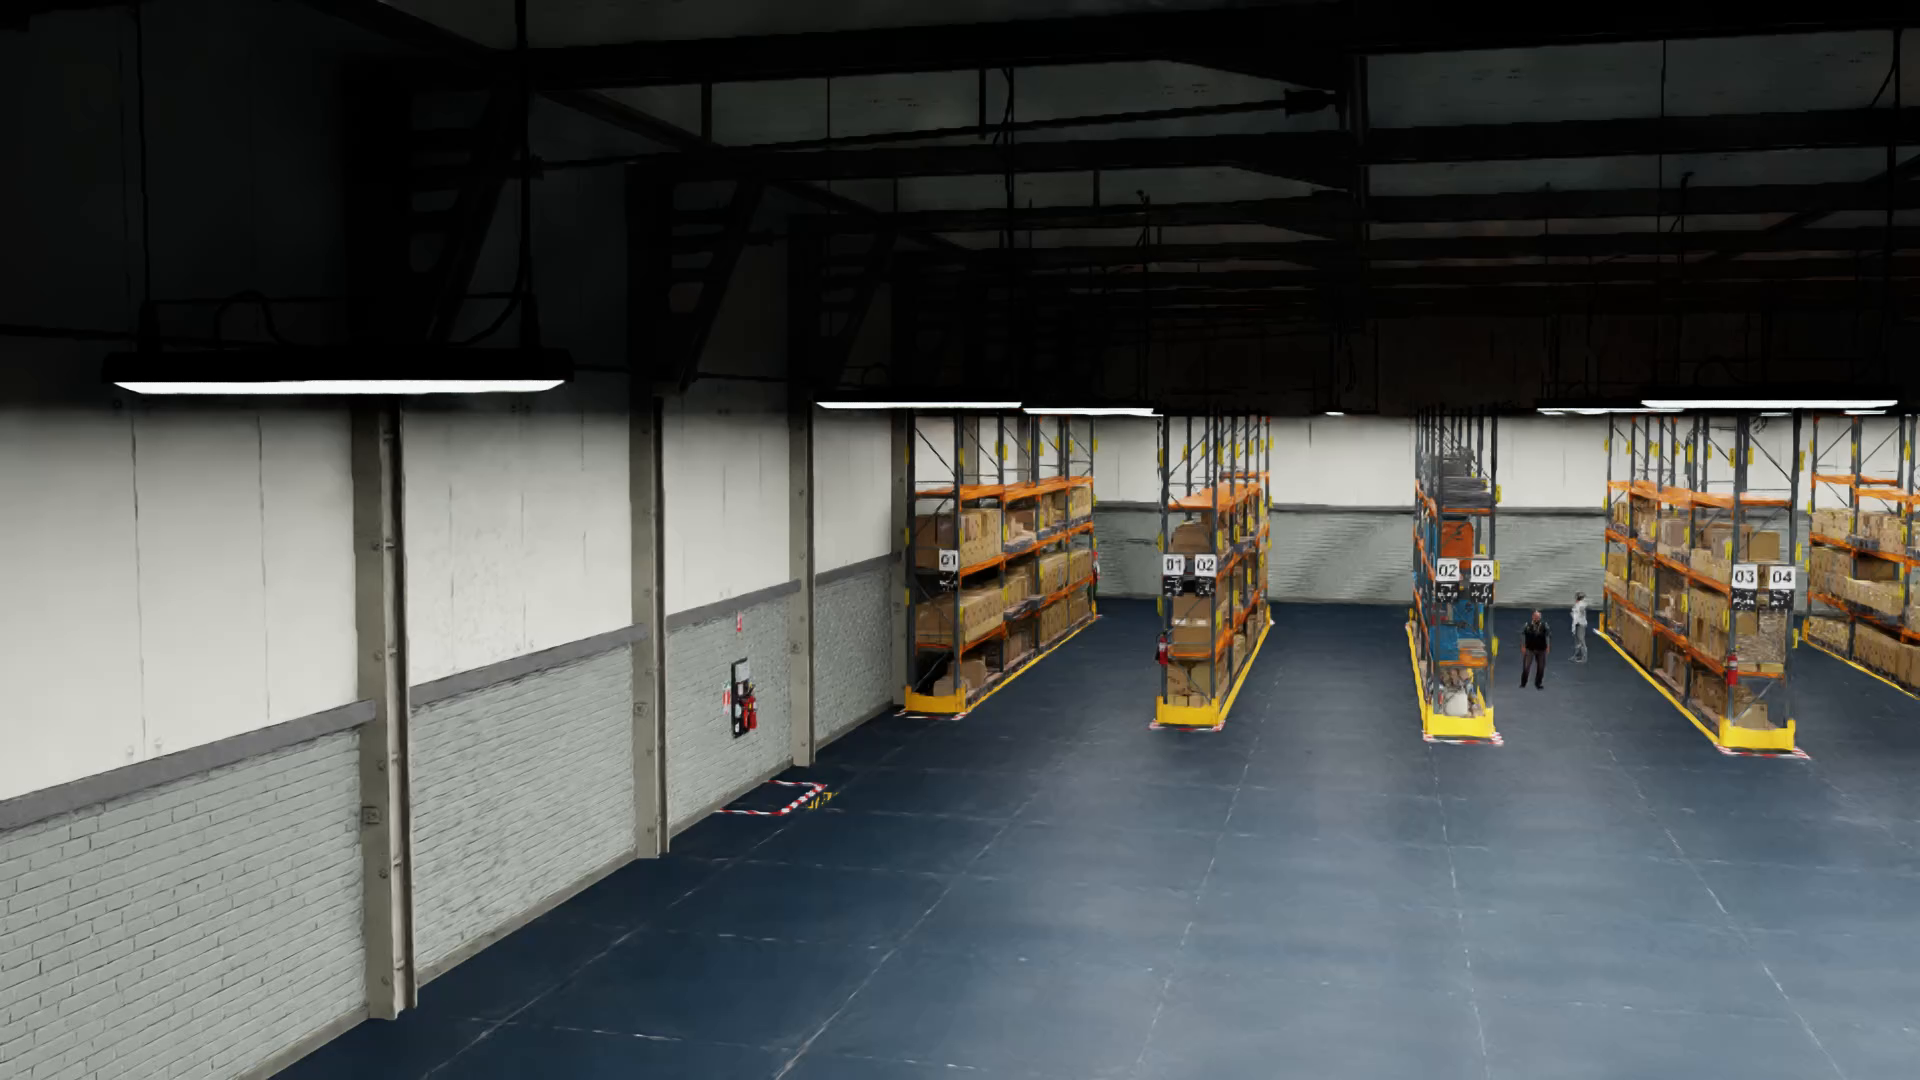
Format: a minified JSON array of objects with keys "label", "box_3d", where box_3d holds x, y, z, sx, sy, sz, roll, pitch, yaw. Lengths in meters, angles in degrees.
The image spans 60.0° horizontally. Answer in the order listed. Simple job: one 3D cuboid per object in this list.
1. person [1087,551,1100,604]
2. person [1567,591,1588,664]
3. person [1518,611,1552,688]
[{"label":"person","box_3d":[3.886,1.202,49.736,0.703,1.780,0.460,-4,6,-45]},{"label":"person","box_3d":[14.505,2.037,39.012,0.550,1.663,0.585,3,5,36]},{"label":"person","box_3d":[12.202,2.325,35.299,0.677,1.673,0.534,1,4,12]}]
